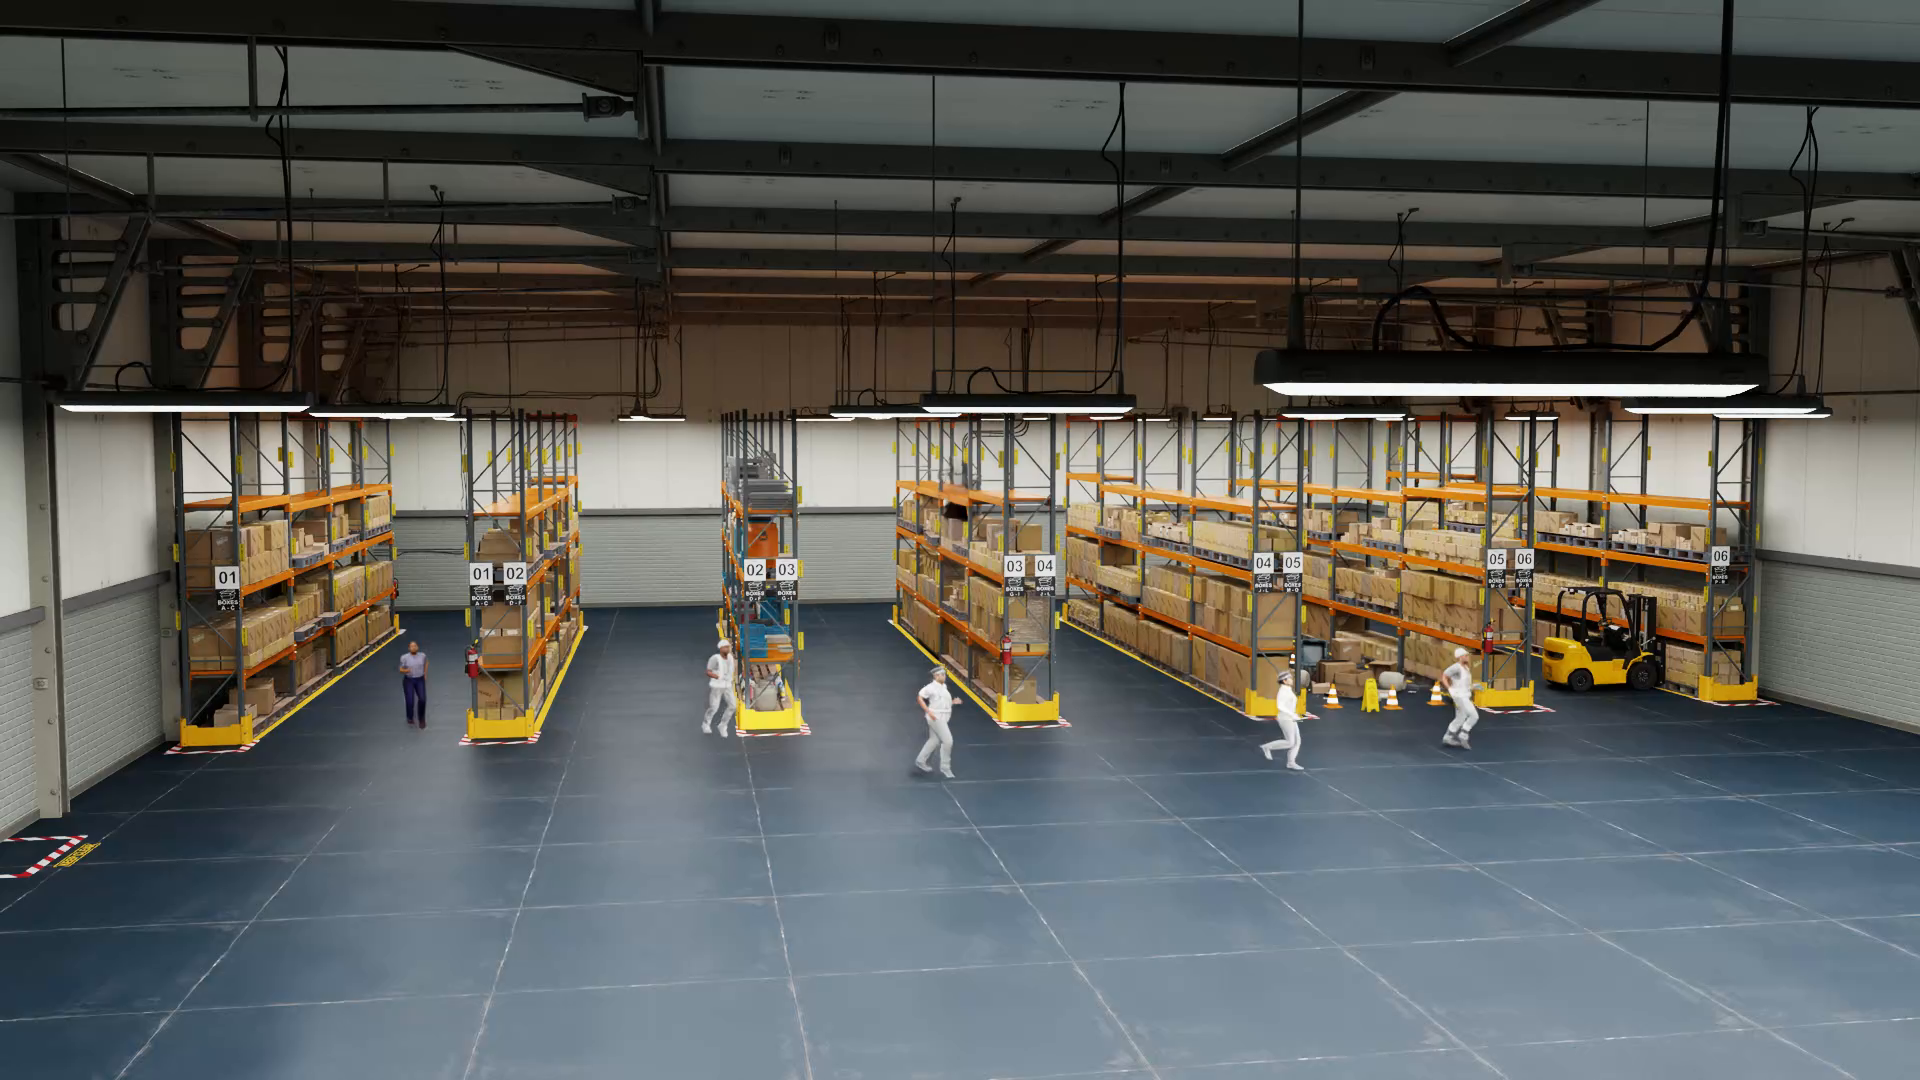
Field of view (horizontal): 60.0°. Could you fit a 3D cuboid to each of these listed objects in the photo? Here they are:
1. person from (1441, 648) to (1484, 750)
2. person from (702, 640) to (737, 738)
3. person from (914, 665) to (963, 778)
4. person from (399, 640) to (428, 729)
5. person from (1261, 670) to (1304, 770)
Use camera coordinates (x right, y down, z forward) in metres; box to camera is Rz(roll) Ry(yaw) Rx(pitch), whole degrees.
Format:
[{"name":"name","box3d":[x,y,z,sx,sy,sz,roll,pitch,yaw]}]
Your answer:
[{"name":"person","box3d":[8.863,2.801,29.347,0.708,1.781,0.671,3,5,34]},{"name":"person","box3d":[-4.359,2.727,30.452,0.721,1.813,0.692,4,6,44]},{"name":"person","box3d":[-0.357,2.960,27.081,0.796,1.854,0.642,1,4,15]},{"name":"person","box3d":[-10.283,2.728,31.346,0.554,1.687,0.759,-2,4,-23]},{"name":"person","box3d":[5.370,2.976,27.589,0.696,1.671,0.617,1,4,17]}]
